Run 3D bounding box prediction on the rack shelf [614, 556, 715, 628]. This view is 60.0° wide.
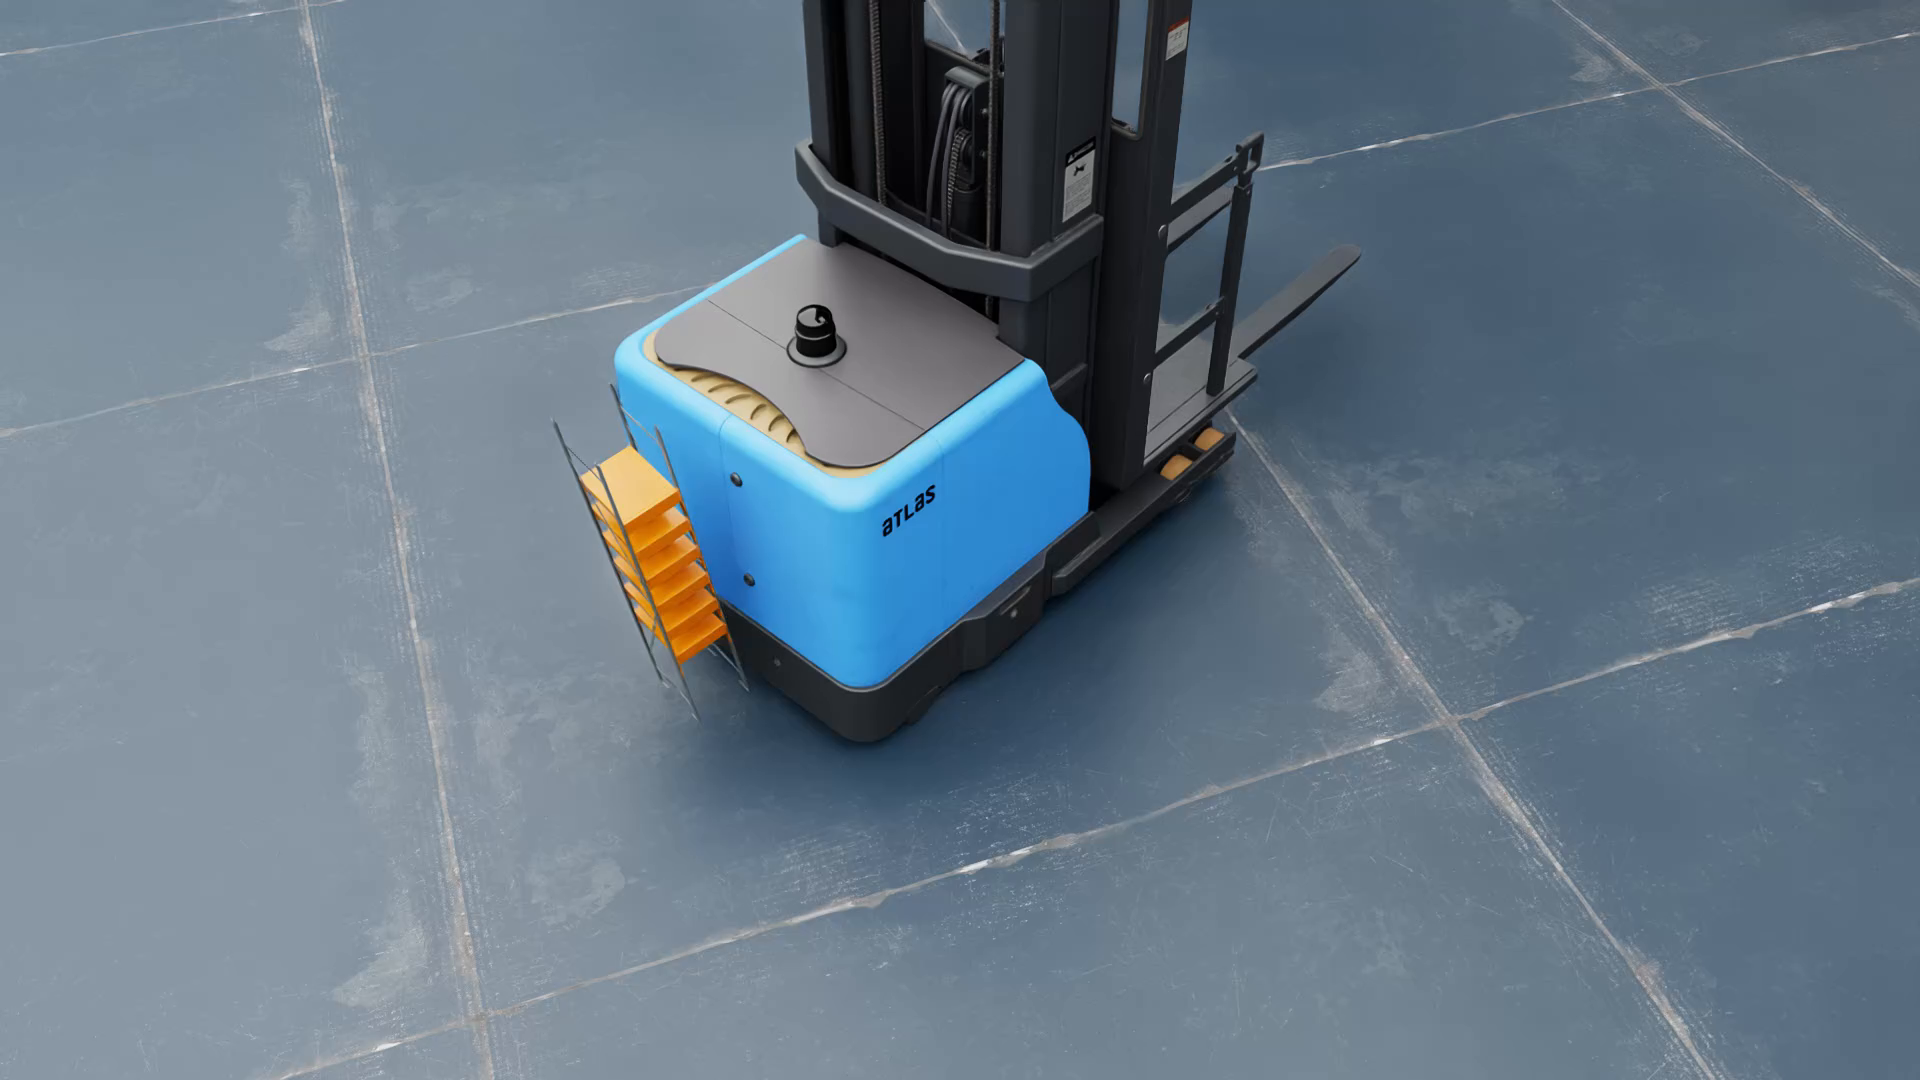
[{"bbox_3d":[-0.867,0.106,4.848,0.180,0.103,0.258,-36,55,-21],"label":"rack shelf"}]

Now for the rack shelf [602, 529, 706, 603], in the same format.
[{"bbox_3d":[-0.879,0.030,4.757,0.180,0.103,0.258,-36,55,-21],"label":"rack shelf"}]

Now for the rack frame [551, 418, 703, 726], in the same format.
[{"bbox_3d":[-0.941,0.128,4.782,0.006,1.200,0.240,-36,55,-21],"label":"rack frame"}]

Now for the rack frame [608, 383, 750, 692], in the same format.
[{"bbox_3d":[-0.802,0.028,4.847,0.006,1.200,0.240,-36,55,-21],"label":"rack frame"}]

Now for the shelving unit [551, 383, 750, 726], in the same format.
[{"bbox_3d":[-0.871,0.078,4.815,0.189,1.200,0.258,-36,55,-21],"label":"shelving unit"}]

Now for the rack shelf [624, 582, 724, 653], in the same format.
[{"bbox_3d":[-0.855,0.183,4.940,0.180,0.103,0.258,-36,55,-21],"label":"rack shelf"}]

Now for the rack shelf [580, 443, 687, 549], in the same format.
[{"bbox_3d":[-0.903,-0.124,4.574,0.180,0.103,0.258,-36,55,-21],"label":"rack shelf"}]

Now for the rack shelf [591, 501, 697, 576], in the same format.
[{"bbox_3d":[-0.891,-0.047,4.666,0.180,0.103,0.258,-36,55,-21],"label":"rack shelf"}]

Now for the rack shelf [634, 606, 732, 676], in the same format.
[{"bbox_3d":[-0.842,0.260,5.031,0.180,0.103,0.258,-36,55,-21],"label":"rack shelf"}]

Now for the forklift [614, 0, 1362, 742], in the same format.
[{"bbox_3d":[0.337,-1.386,5.062,1.130,2.935,3.031,32,53,28],"label":"forklift"}]
